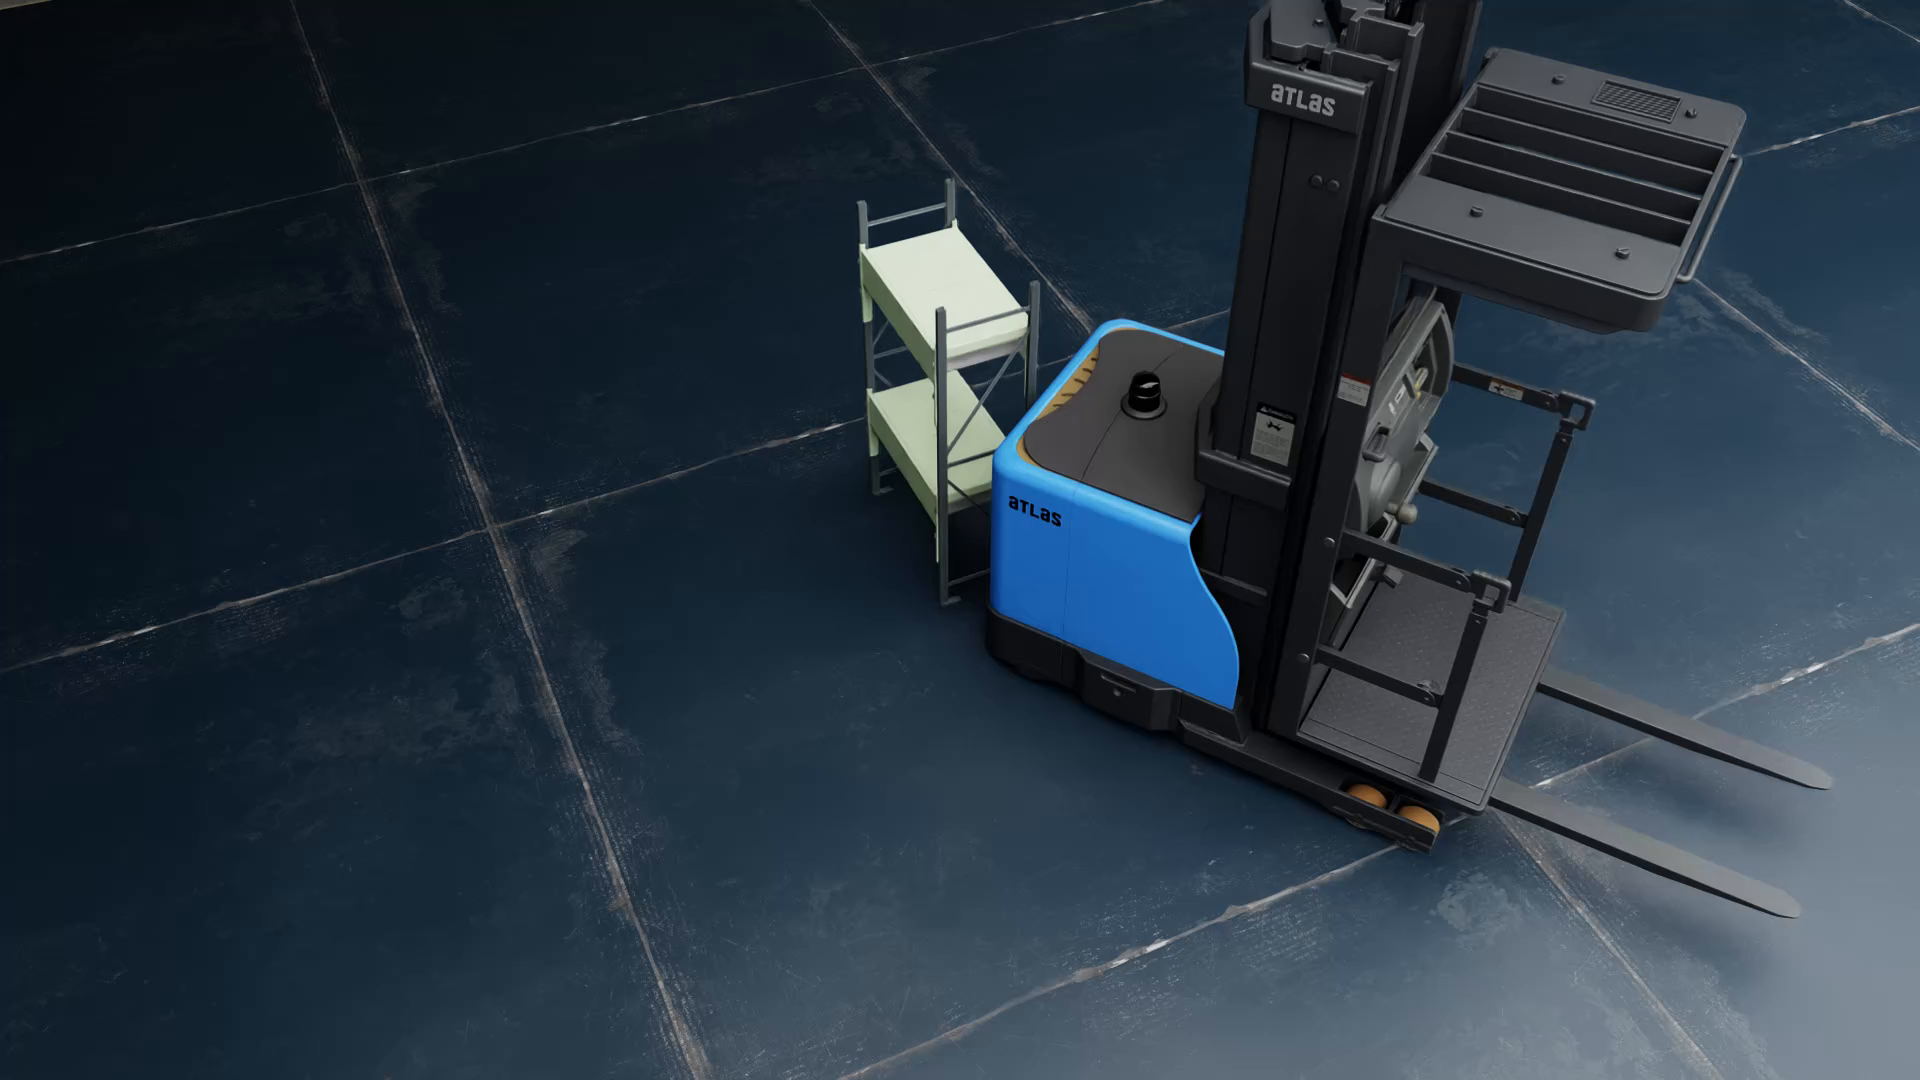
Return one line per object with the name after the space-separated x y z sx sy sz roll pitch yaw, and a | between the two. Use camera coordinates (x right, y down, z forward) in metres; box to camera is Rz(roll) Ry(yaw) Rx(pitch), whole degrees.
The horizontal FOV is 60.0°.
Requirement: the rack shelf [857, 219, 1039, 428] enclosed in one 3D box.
-0.053 -0.837 6.344 0.431 0.370 0.720 -18 47 -17 | rack shelf

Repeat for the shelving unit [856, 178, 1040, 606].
-0.053 -0.560 6.618 0.431 1.500 0.755 -18 47 -17 | shelving unit

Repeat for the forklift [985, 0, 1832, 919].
1.636 -0.357 5.394 3.031 2.935 1.130 22 49 21 | forklift

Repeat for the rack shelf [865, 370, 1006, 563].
-0.053 -0.327 6.847 0.431 0.370 0.720 -18 47 -17 | rack shelf

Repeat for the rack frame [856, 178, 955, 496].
-0.205 -0.793 6.855 0.400 1.500 0.023 -18 47 -17 | rack frame

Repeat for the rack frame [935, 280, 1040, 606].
0.099 -0.326 6.381 0.400 1.500 0.023 -18 47 -17 | rack frame
